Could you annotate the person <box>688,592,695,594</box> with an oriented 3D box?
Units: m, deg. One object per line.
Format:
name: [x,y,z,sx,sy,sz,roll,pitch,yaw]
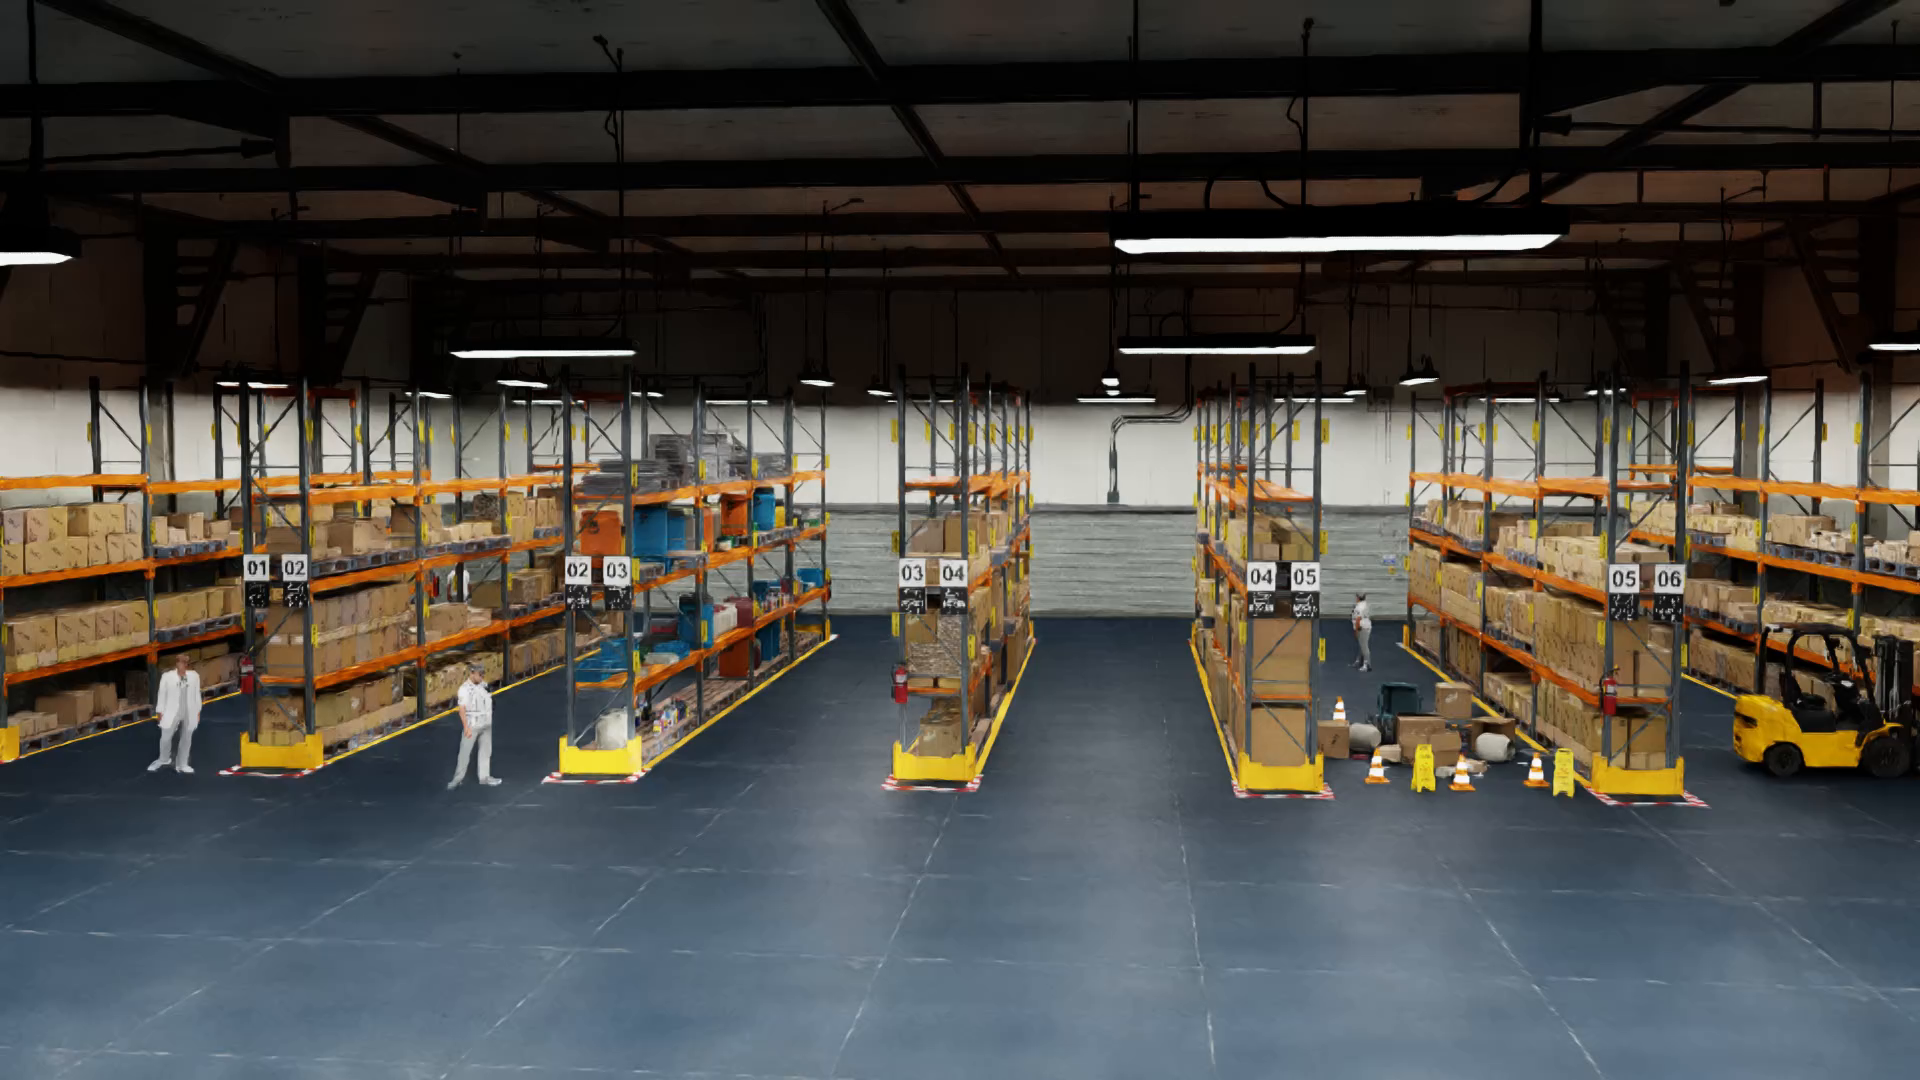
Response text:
person: [-5.717,1.900,35.695,0.445,1.591,1.110,0,4,3]

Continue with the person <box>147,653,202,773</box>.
person: [-11.532,2.547,24.419,0.748,1.774,0.520,-3,5,-37]

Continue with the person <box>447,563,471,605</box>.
person: [-12.998,1.382,43.191,0.620,1.725,0.960,-1,4,-17]

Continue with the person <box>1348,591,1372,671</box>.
person: [8.477,1.903,35.211,0.562,1.655,0.611,2,4,27]

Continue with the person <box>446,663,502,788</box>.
person: [-6.908,2.620,23.541,0.470,1.744,0.730,3,5,36]
